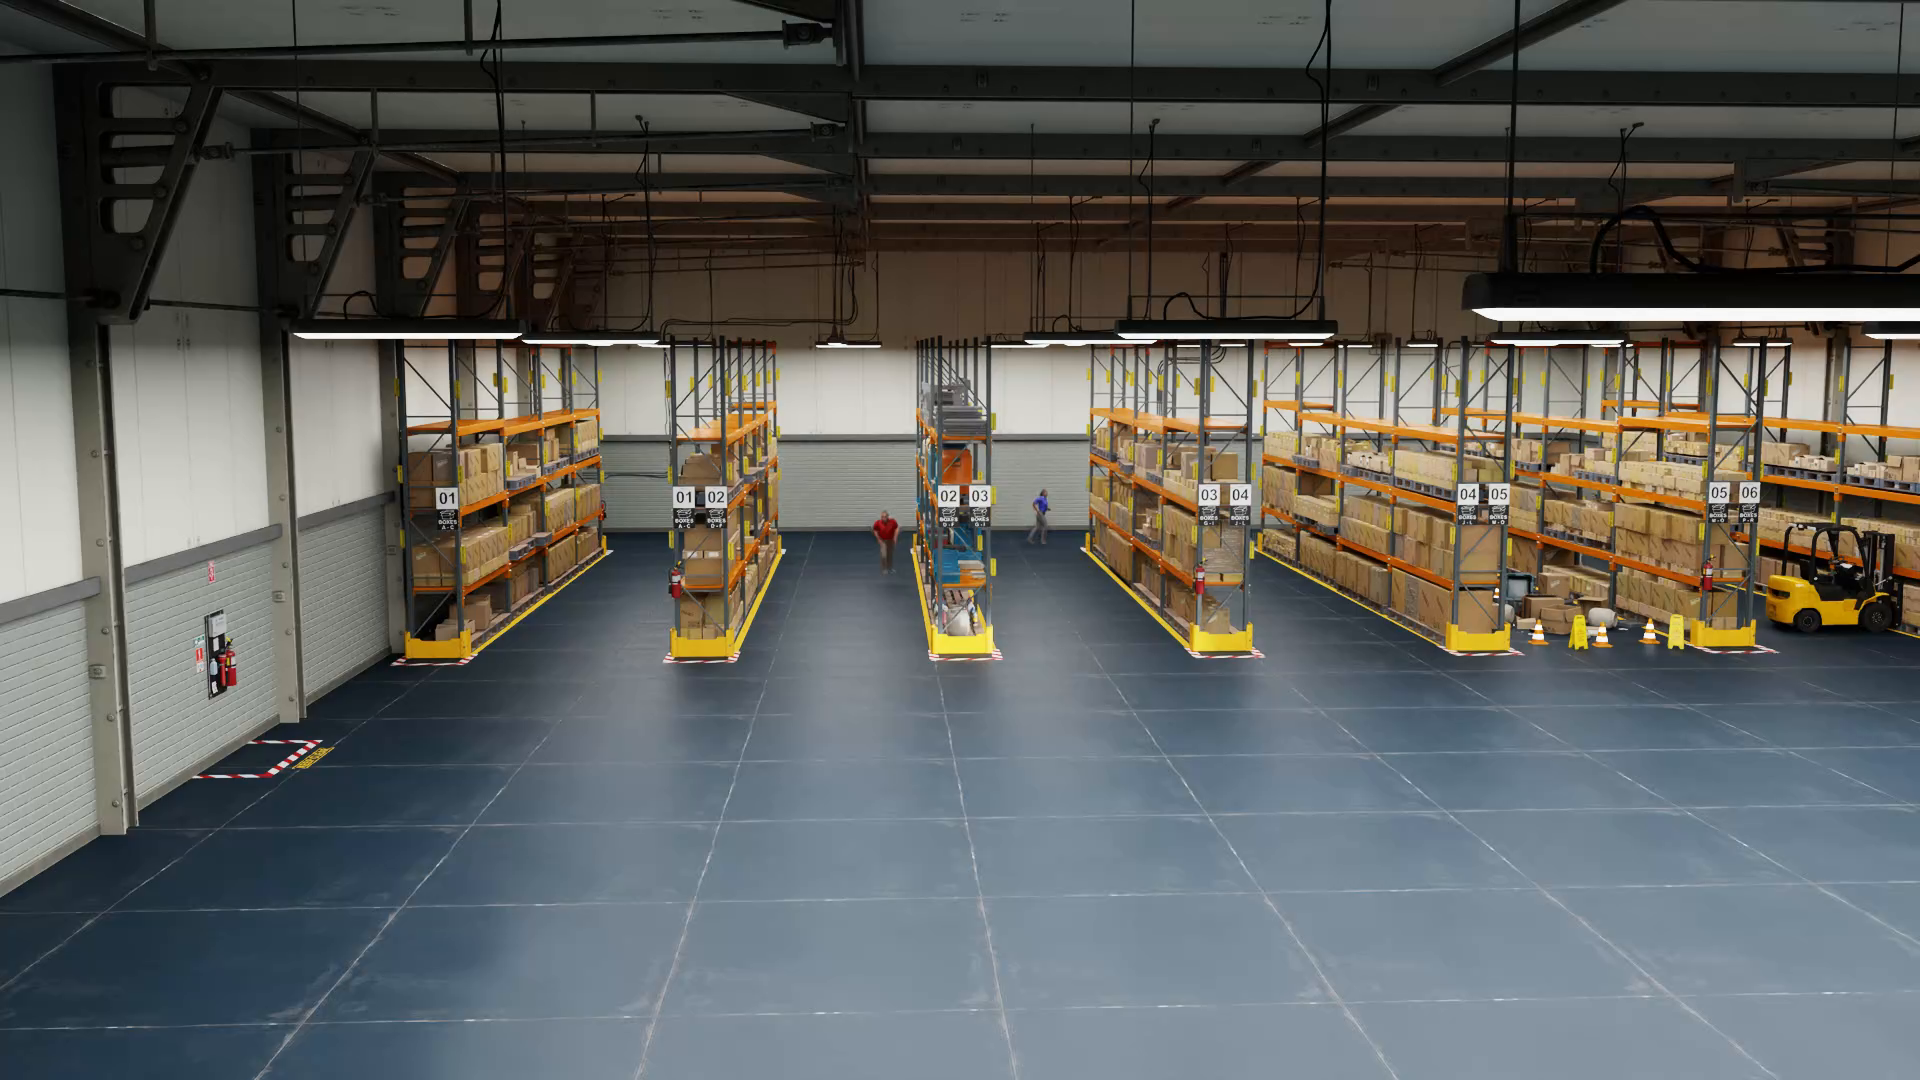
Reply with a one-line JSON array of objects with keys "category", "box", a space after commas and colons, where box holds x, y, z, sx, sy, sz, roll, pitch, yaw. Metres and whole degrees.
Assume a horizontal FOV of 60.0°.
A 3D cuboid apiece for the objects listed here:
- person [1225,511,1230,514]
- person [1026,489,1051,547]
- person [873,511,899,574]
[{"category": "person", "box": [8.034, -0.550, 48.606, 0.541, 1.556, 0.806, 6, 9, 41]}, {"category": "person", "box": [2.330, -0.665, 49.143, 0.714, 1.687, 0.627, 2, 7, 15]}, {"category": "person", "box": [-1.792, 0.063, 40.559, 0.695, 1.620, 0.881, -2, 7, -15]}]
